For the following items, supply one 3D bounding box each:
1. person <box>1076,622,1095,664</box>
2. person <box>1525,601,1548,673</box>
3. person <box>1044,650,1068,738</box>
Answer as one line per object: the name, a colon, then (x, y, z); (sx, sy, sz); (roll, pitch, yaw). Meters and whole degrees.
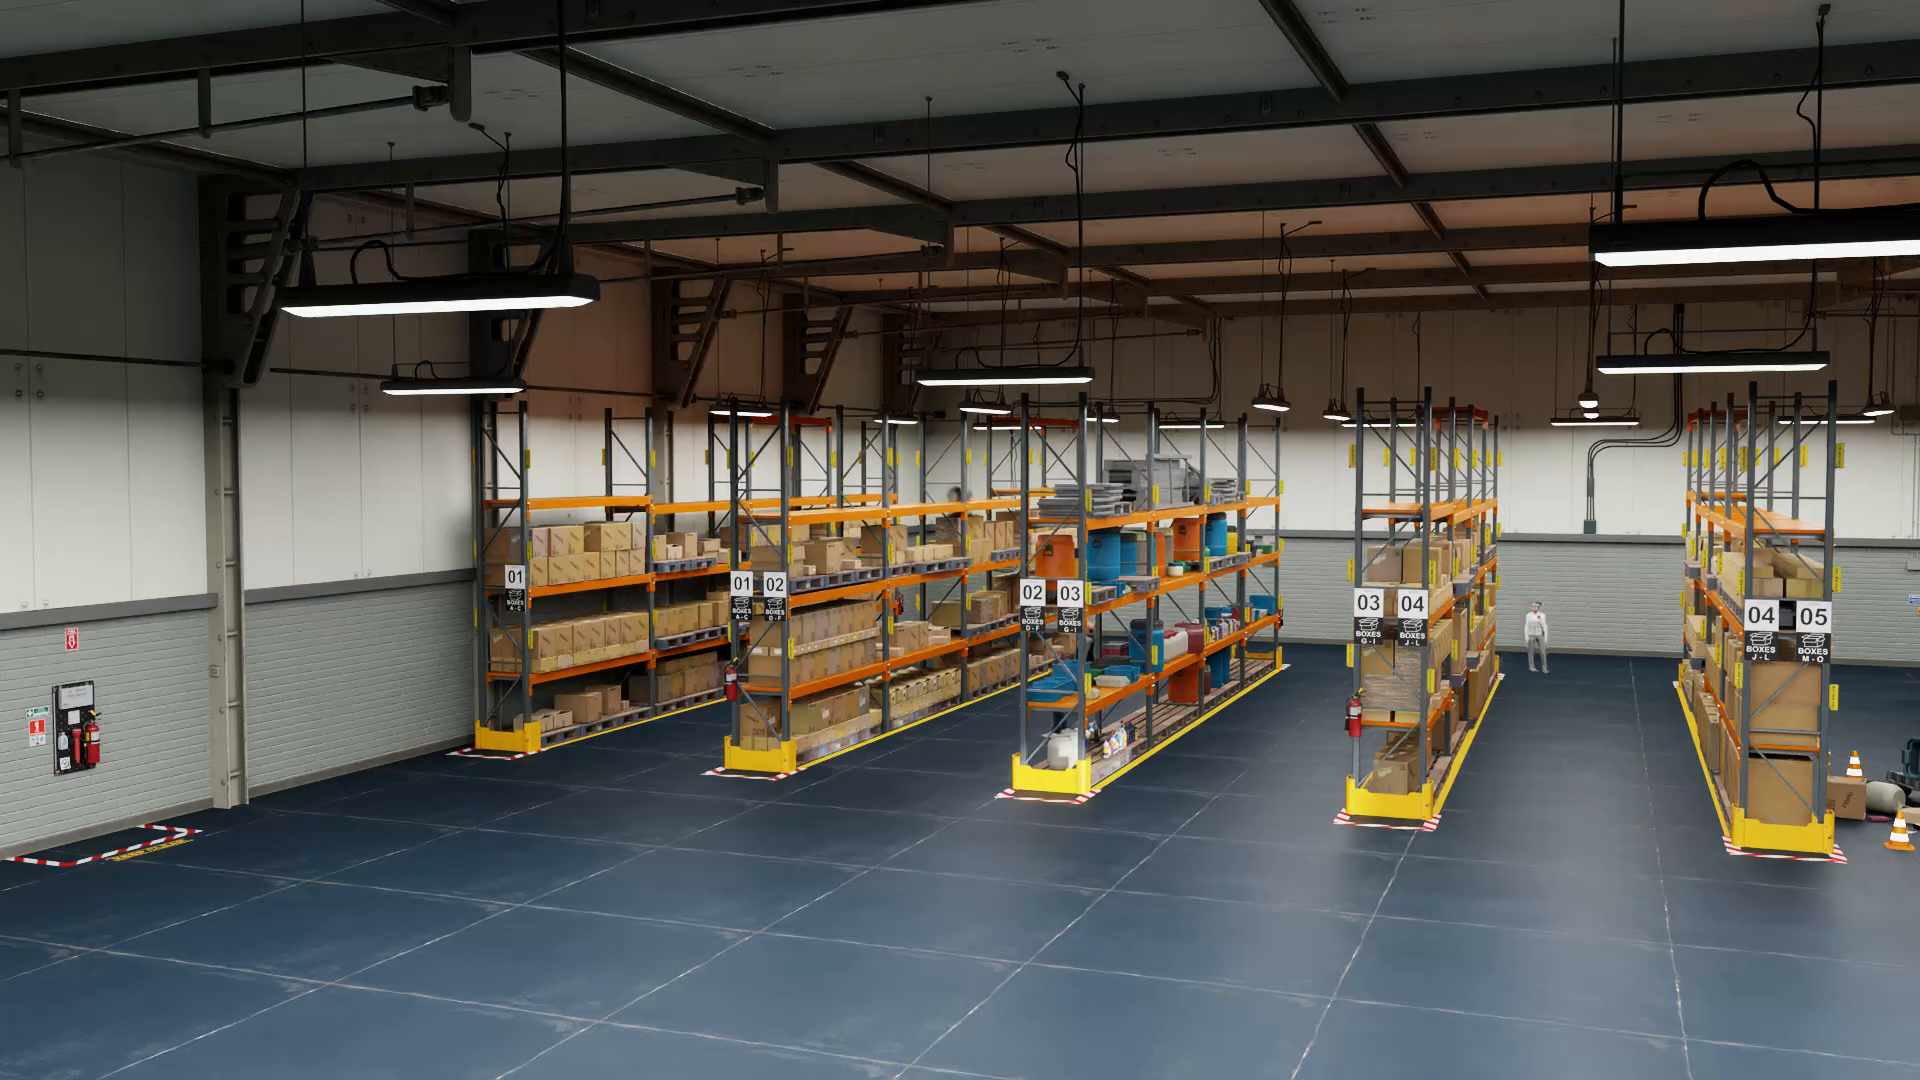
person: (2.527, 2.528, 33.590); (0.439, 1.740, 0.562); (0, 3, -8)
person: (13.576, 2.274, 39.148); (0.529, 1.694, 0.360); (1, 3, 22)
person: (1.732, 2.765, 29.896); (0.421, 1.619, 0.509); (1, 3, 26)
